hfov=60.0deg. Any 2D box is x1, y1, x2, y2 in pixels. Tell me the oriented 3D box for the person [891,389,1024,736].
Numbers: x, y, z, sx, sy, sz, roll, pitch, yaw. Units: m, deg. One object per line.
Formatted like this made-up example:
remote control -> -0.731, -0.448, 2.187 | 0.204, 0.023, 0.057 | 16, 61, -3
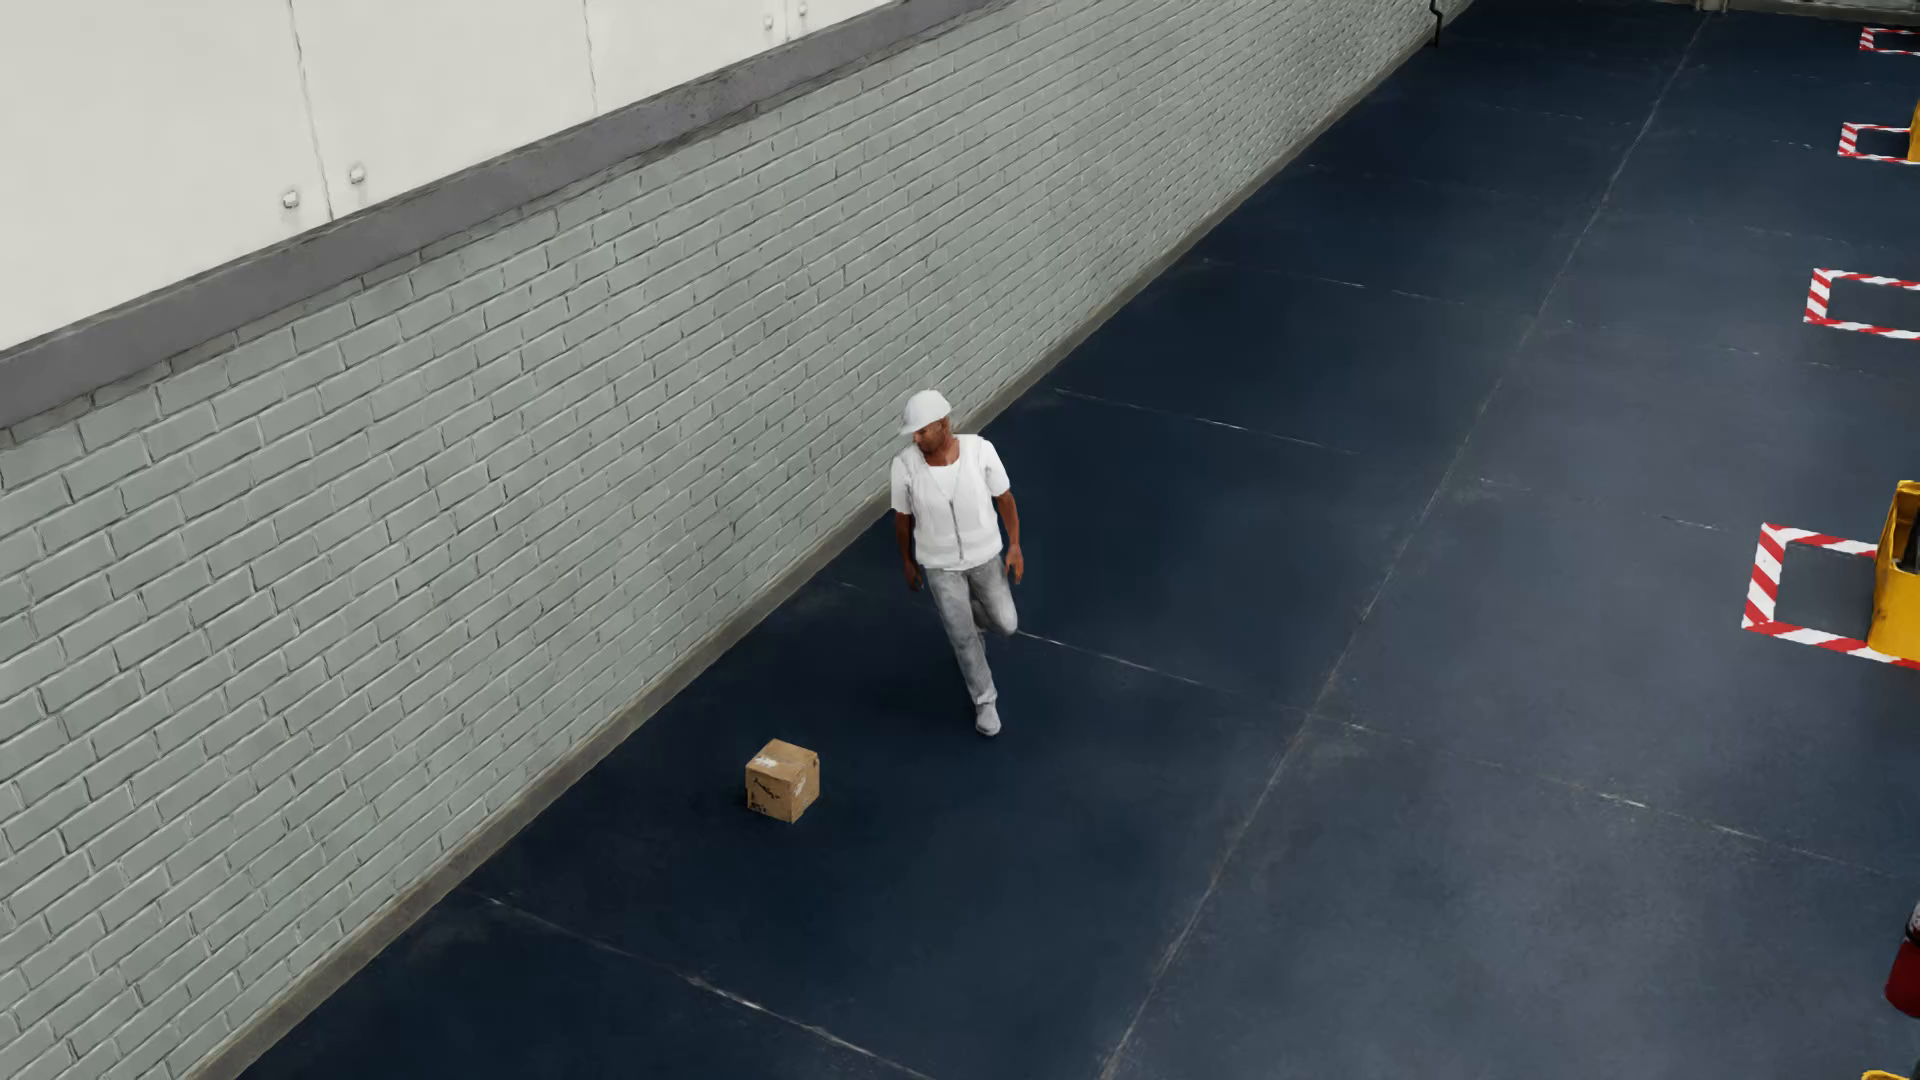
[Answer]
person -> -0.009, 0.077, 8.182 | 0.631, 1.717, 0.768 | -4, 30, -7
